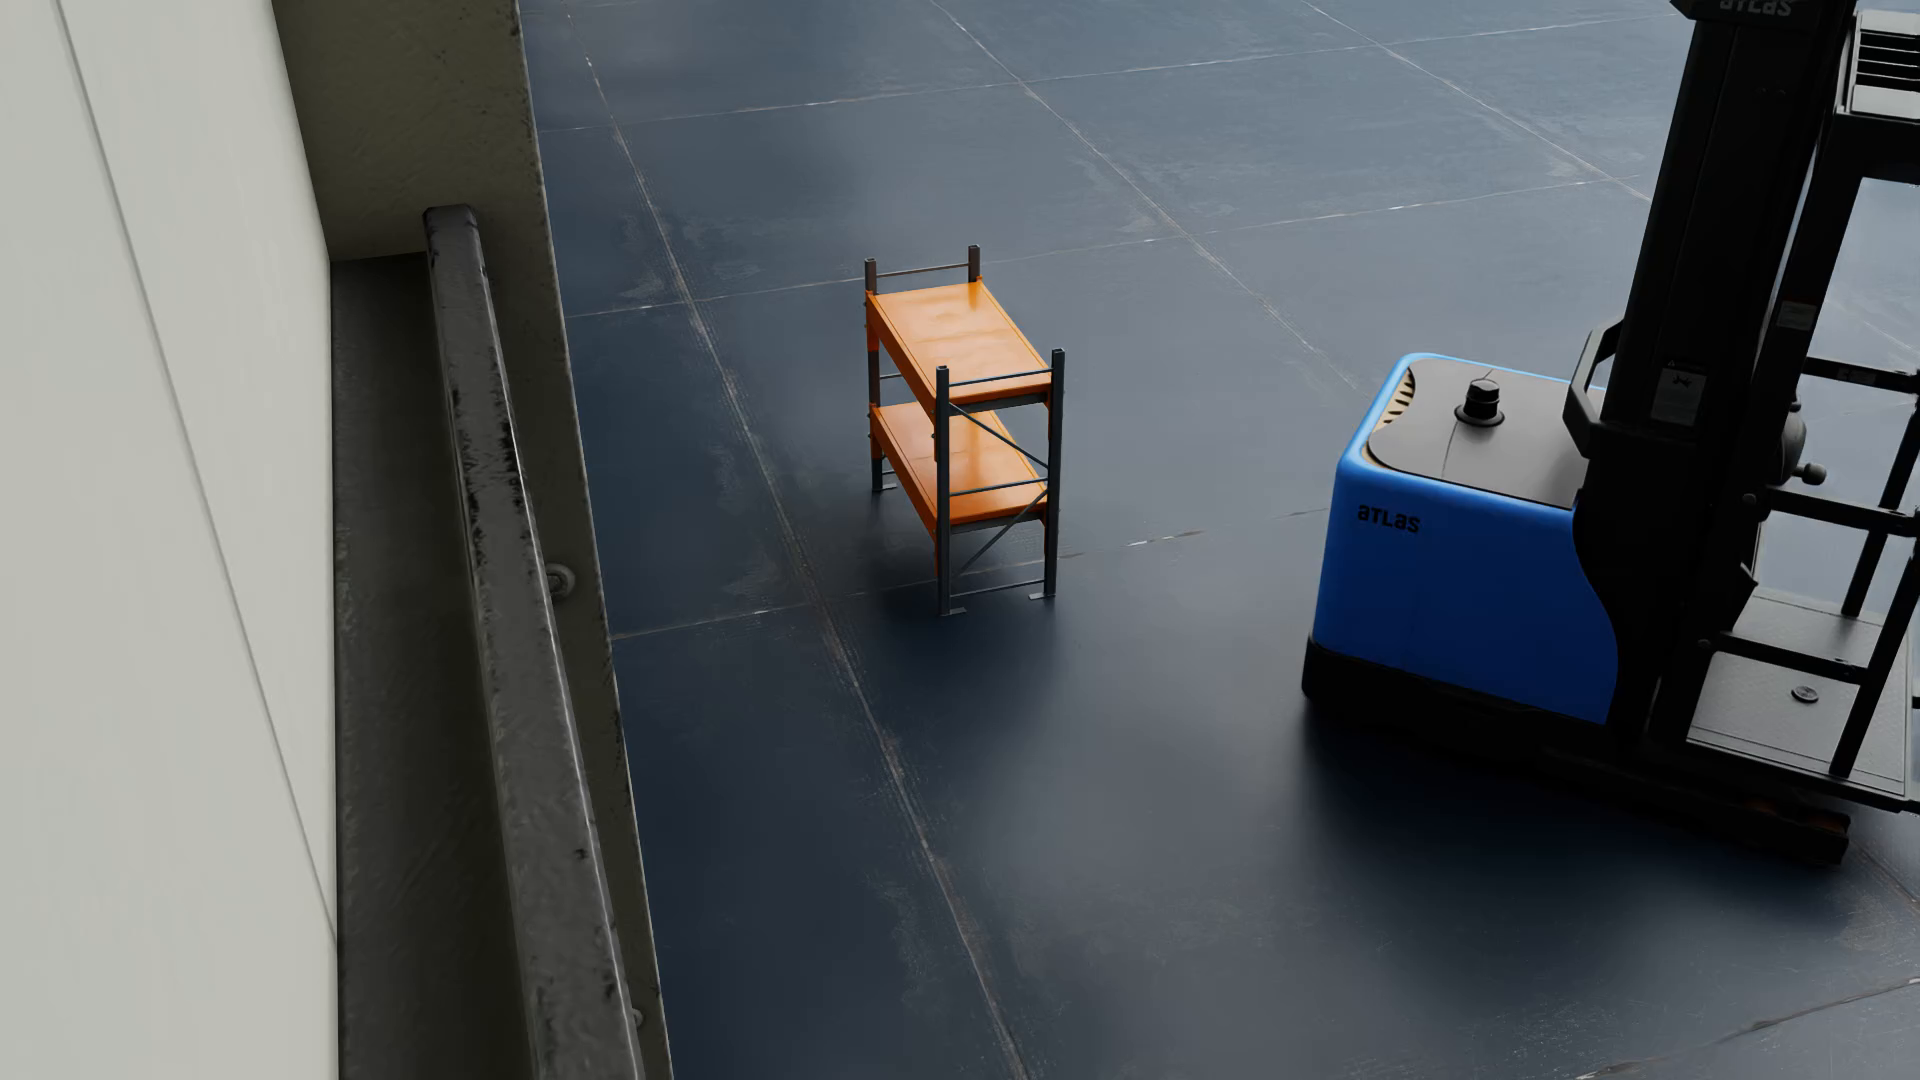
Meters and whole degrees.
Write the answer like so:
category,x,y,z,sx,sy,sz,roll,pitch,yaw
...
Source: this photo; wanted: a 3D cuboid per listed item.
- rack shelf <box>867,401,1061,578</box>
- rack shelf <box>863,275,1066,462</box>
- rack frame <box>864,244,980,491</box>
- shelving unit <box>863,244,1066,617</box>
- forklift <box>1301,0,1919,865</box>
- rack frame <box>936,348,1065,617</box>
category,x,y,z,sx,sy,sz,roll,pitch,yaw
rack shelf,-0.002,-0.269,7.043,0.538,0.278,1.000,-10,35,-15
rack shelf,-0.002,-0.717,6.746,0.538,0.278,1.000,-10,35,-15
rack frame,-0.157,-0.740,7.312,0.500,1.125,0.032,-10,35,-15
shelving unit,-0.002,-0.473,6.908,0.538,1.125,1.048,-10,35,-15
forklift,2.837,-0.471,5.267,3.031,2.935,1.130,15,36,21
rack frame,0.153,-0.206,6.504,0.500,1.125,0.032,-10,35,-15
